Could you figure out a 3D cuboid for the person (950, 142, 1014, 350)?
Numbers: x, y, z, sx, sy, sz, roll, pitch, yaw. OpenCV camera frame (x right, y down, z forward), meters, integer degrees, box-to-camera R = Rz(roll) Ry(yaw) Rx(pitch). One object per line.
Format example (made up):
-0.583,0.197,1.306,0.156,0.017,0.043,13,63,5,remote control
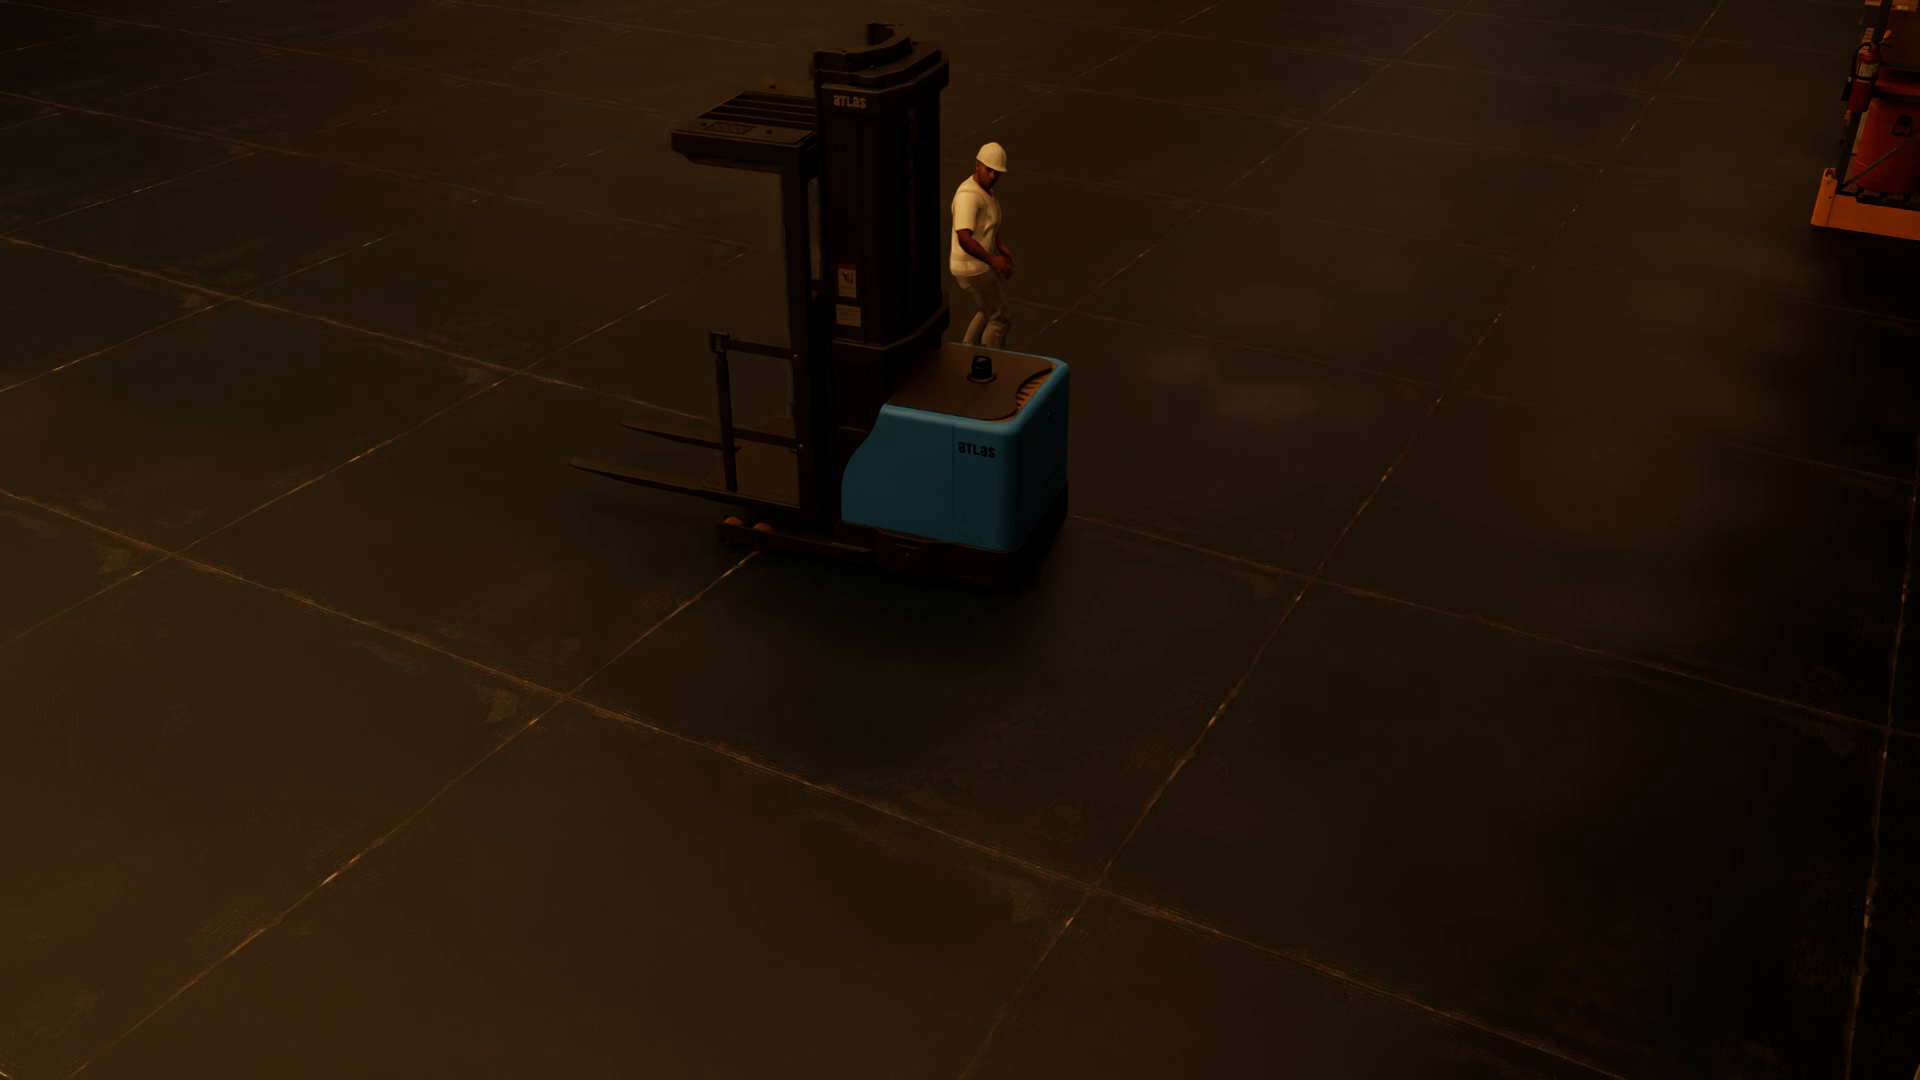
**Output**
0.191,-1.924,11.632,0.516,1.718,0.791,0,30,0,person

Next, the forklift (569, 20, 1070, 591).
-0.917,-1.434,9.555,3.031,2.935,1.130,11,32,18,forklift
